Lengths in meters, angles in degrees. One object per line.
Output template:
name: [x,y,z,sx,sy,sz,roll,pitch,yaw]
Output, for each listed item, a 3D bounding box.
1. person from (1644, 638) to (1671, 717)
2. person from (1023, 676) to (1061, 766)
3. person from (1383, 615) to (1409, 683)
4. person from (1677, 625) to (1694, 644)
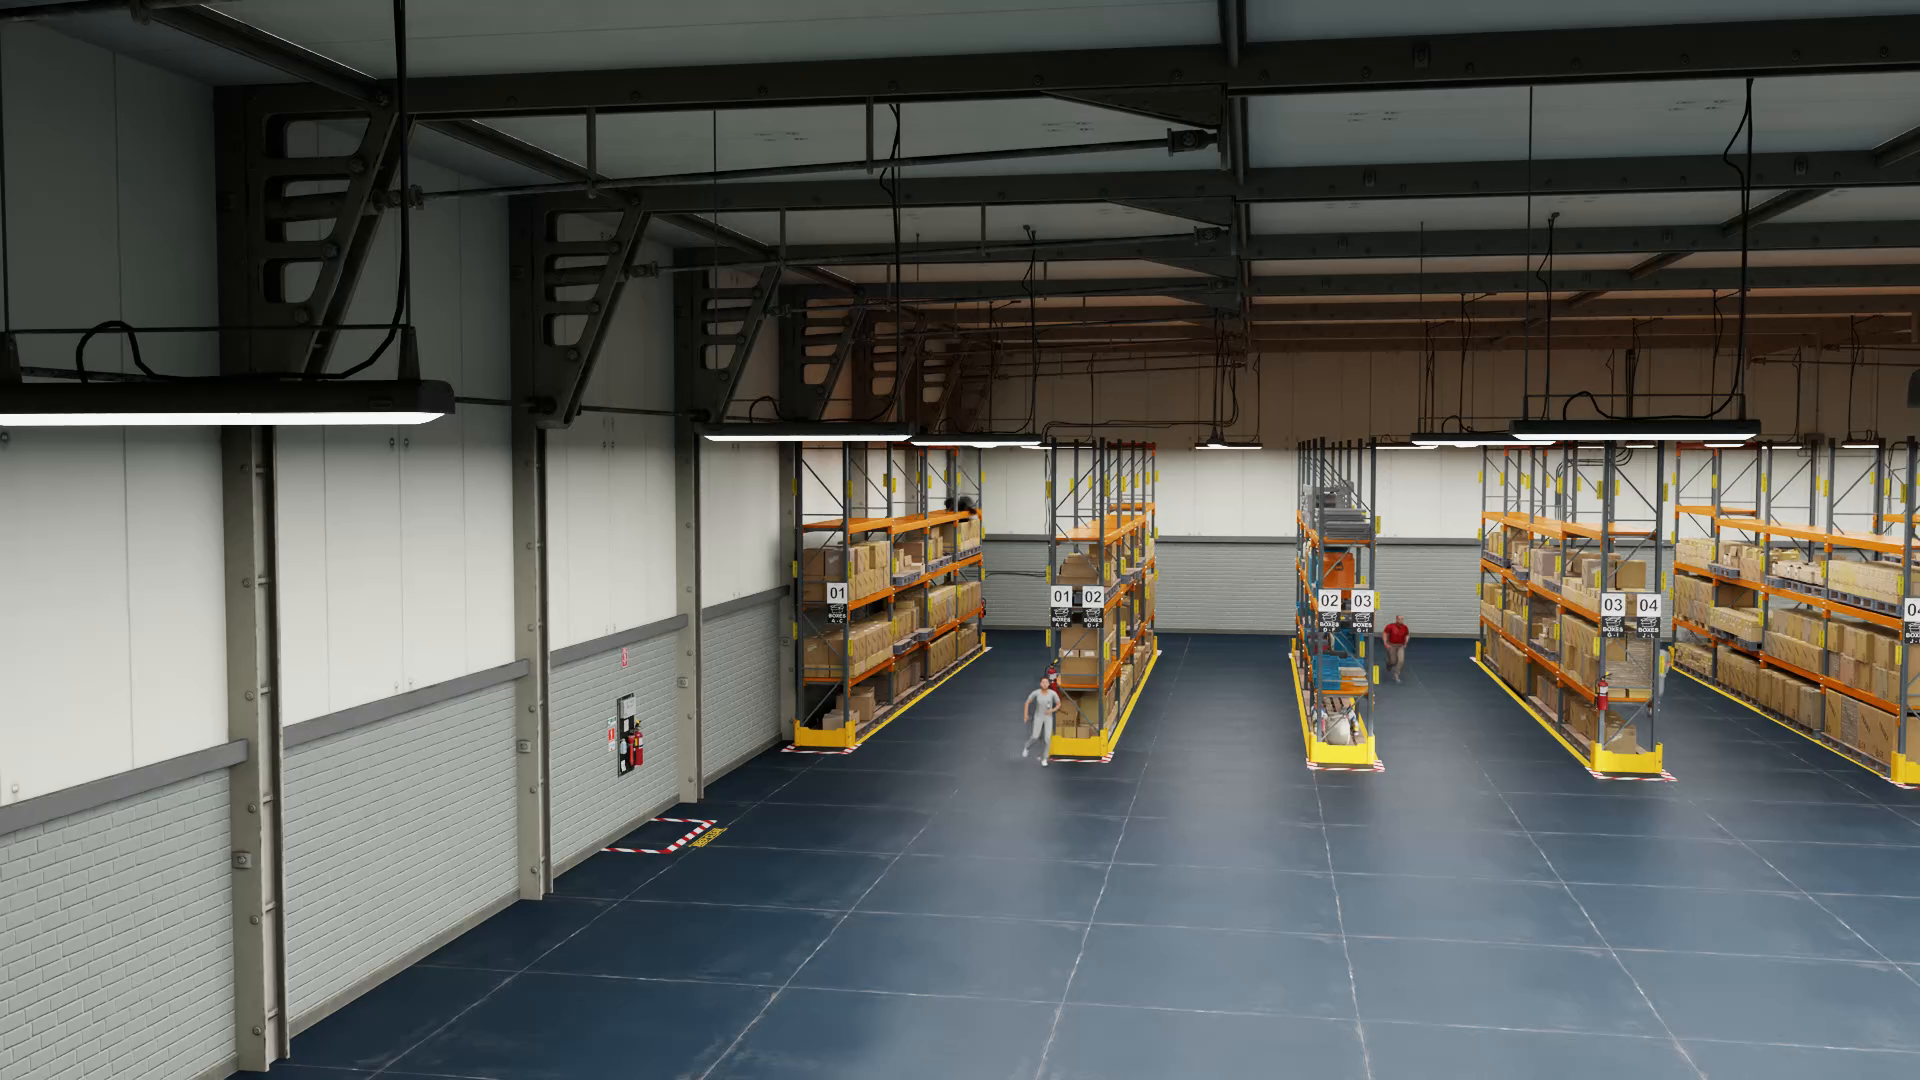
person: [14.958,2.950,35.734,0.657,1.736,0.622,0,3,3]
person: [1.513,3.314,30.577,0.690,1.636,0.521,0,3,-7]
person: [10.900,2.705,41.613,0.678,1.699,0.766,0,3,-5]
person: [20.009,2.448,45.650,0.737,1.753,0.739,2,4,37]
